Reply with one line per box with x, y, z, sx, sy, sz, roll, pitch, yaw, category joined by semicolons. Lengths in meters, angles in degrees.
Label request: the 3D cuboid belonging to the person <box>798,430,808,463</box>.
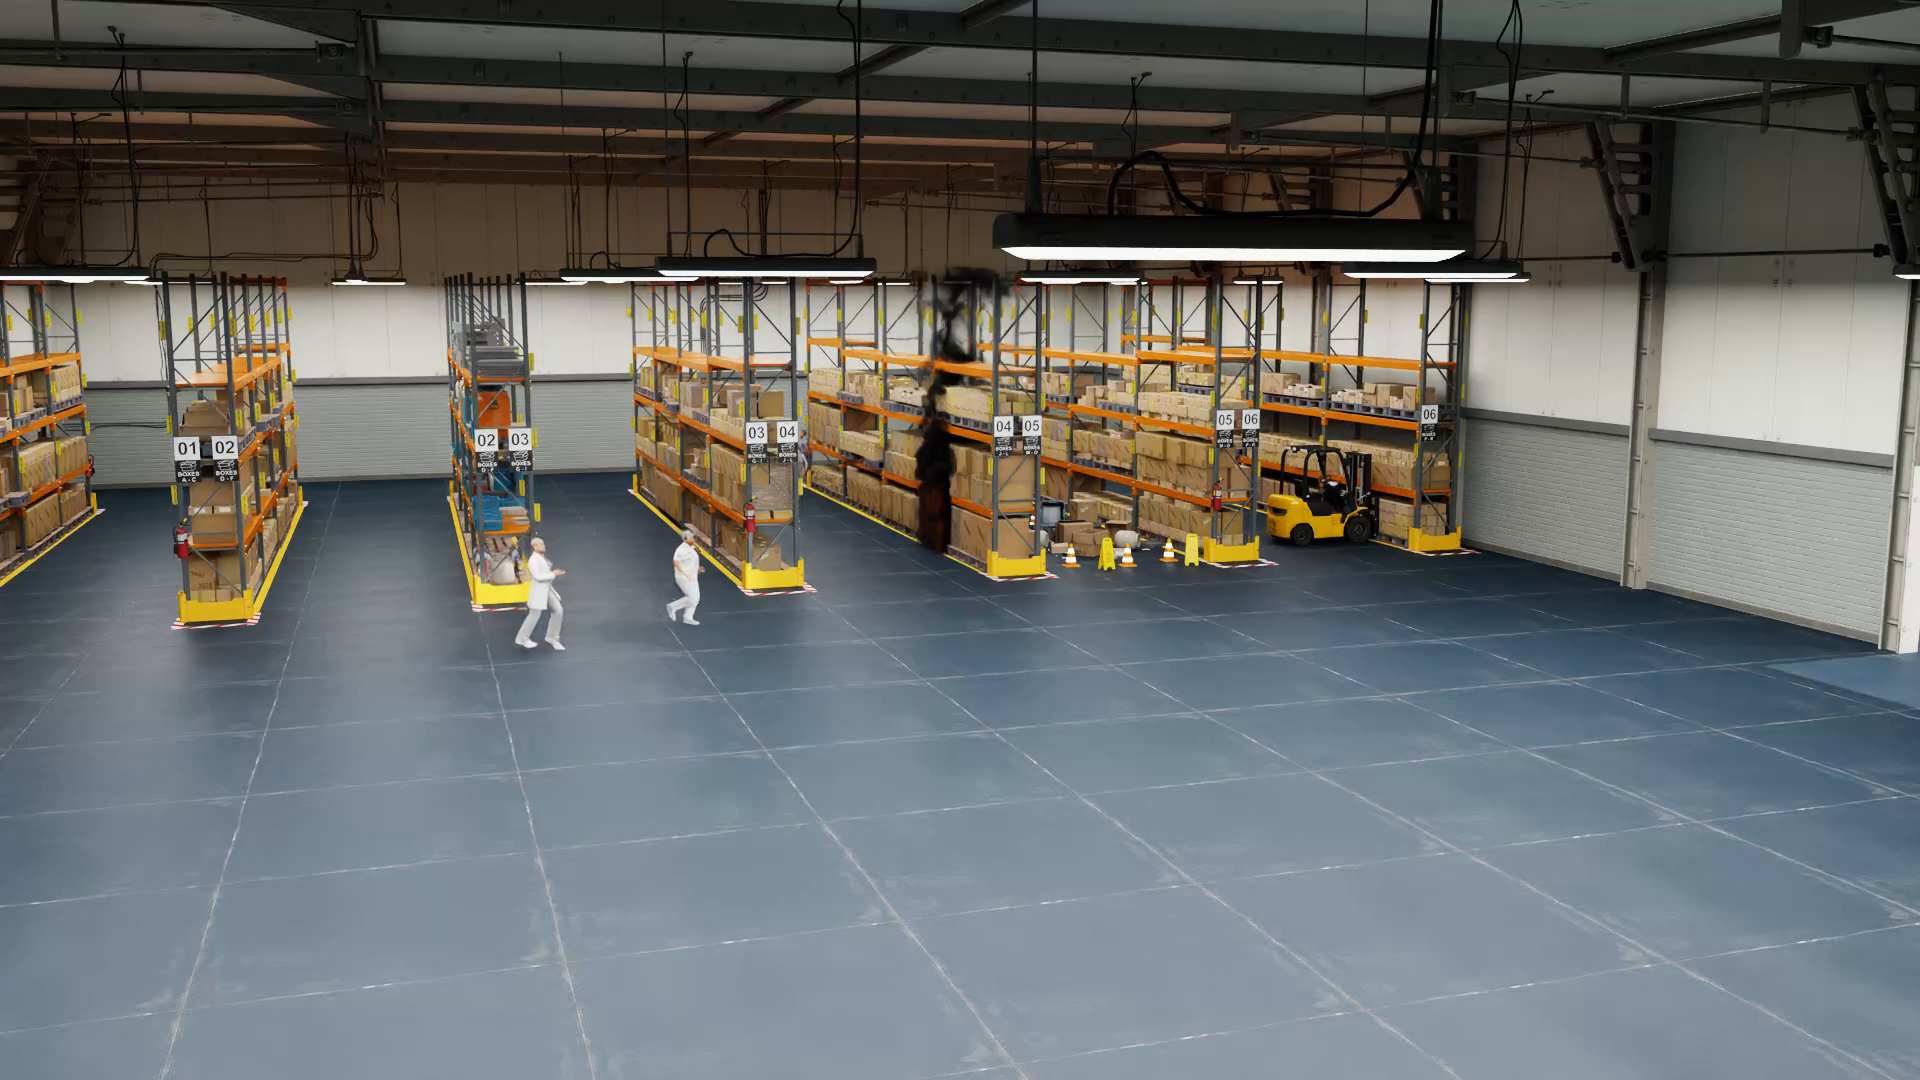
-4.758;-2.525;49.629;0.485;1.555;0.791;-5;10;-29;person

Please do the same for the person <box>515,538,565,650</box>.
-6.670;0.918;26.418;0.842;1.774;0.672;1;9;8;person

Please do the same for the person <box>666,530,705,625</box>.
-4.705;0.638;28.553;0.597;1.641;0.600;2;9;11;person

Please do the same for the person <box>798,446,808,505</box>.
-4.331;-1.748;44.477;0.539;1.592;0.664;-2;9;-12;person
